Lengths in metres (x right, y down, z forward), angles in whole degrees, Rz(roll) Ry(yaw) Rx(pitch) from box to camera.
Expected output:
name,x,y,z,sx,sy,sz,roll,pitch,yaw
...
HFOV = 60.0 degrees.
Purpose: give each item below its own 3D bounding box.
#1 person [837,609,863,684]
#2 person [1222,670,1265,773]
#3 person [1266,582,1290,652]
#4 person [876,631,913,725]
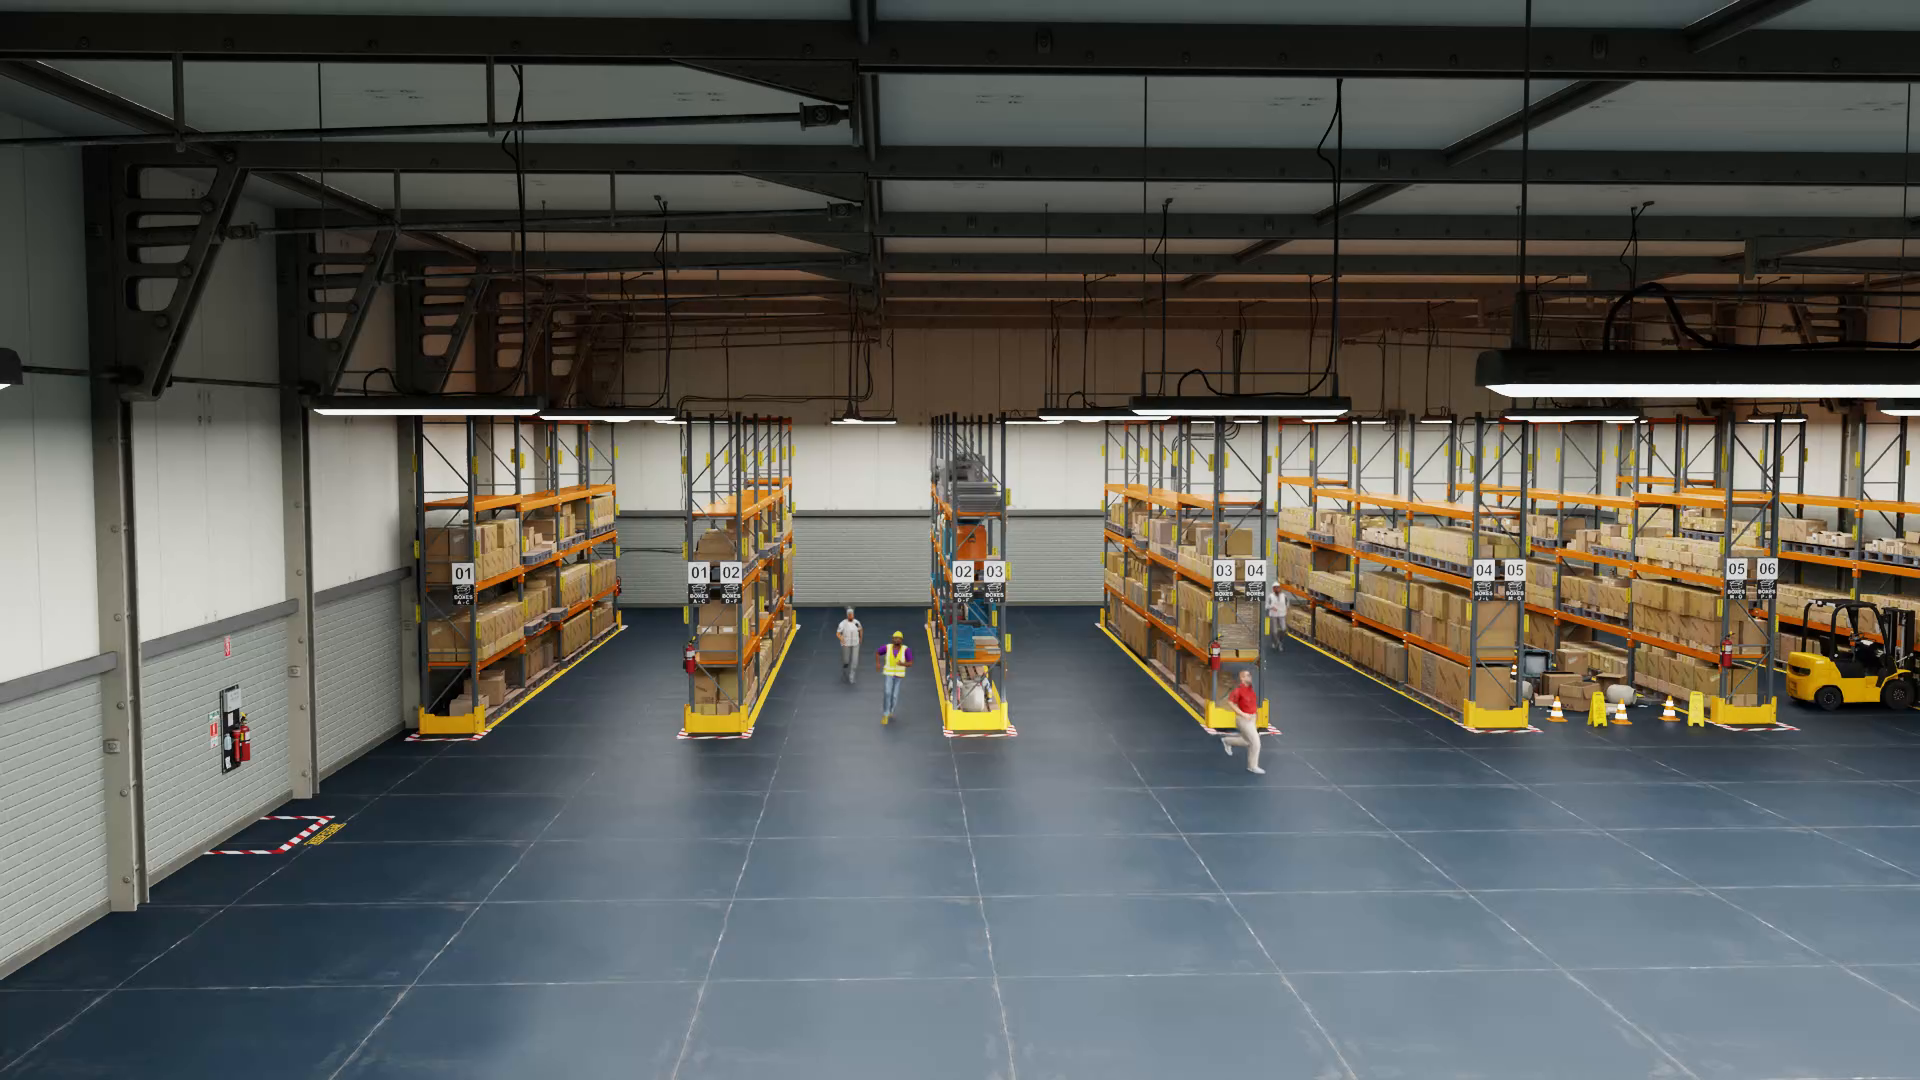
name,x,y,z,sx,sy,sz,roll,pitch,yaw
person,-2.468,2.376,37.443,0.618,1.660,0.749,-1,4,-14
person,4.720,3.015,27.727,0.815,1.695,0.667,2,5,30
person,8.143,1.966,42.581,0.662,1.789,0.726,0,4,3
person,-1.265,2.657,32.304,0.698,1.795,0.765,-1,4,-10
